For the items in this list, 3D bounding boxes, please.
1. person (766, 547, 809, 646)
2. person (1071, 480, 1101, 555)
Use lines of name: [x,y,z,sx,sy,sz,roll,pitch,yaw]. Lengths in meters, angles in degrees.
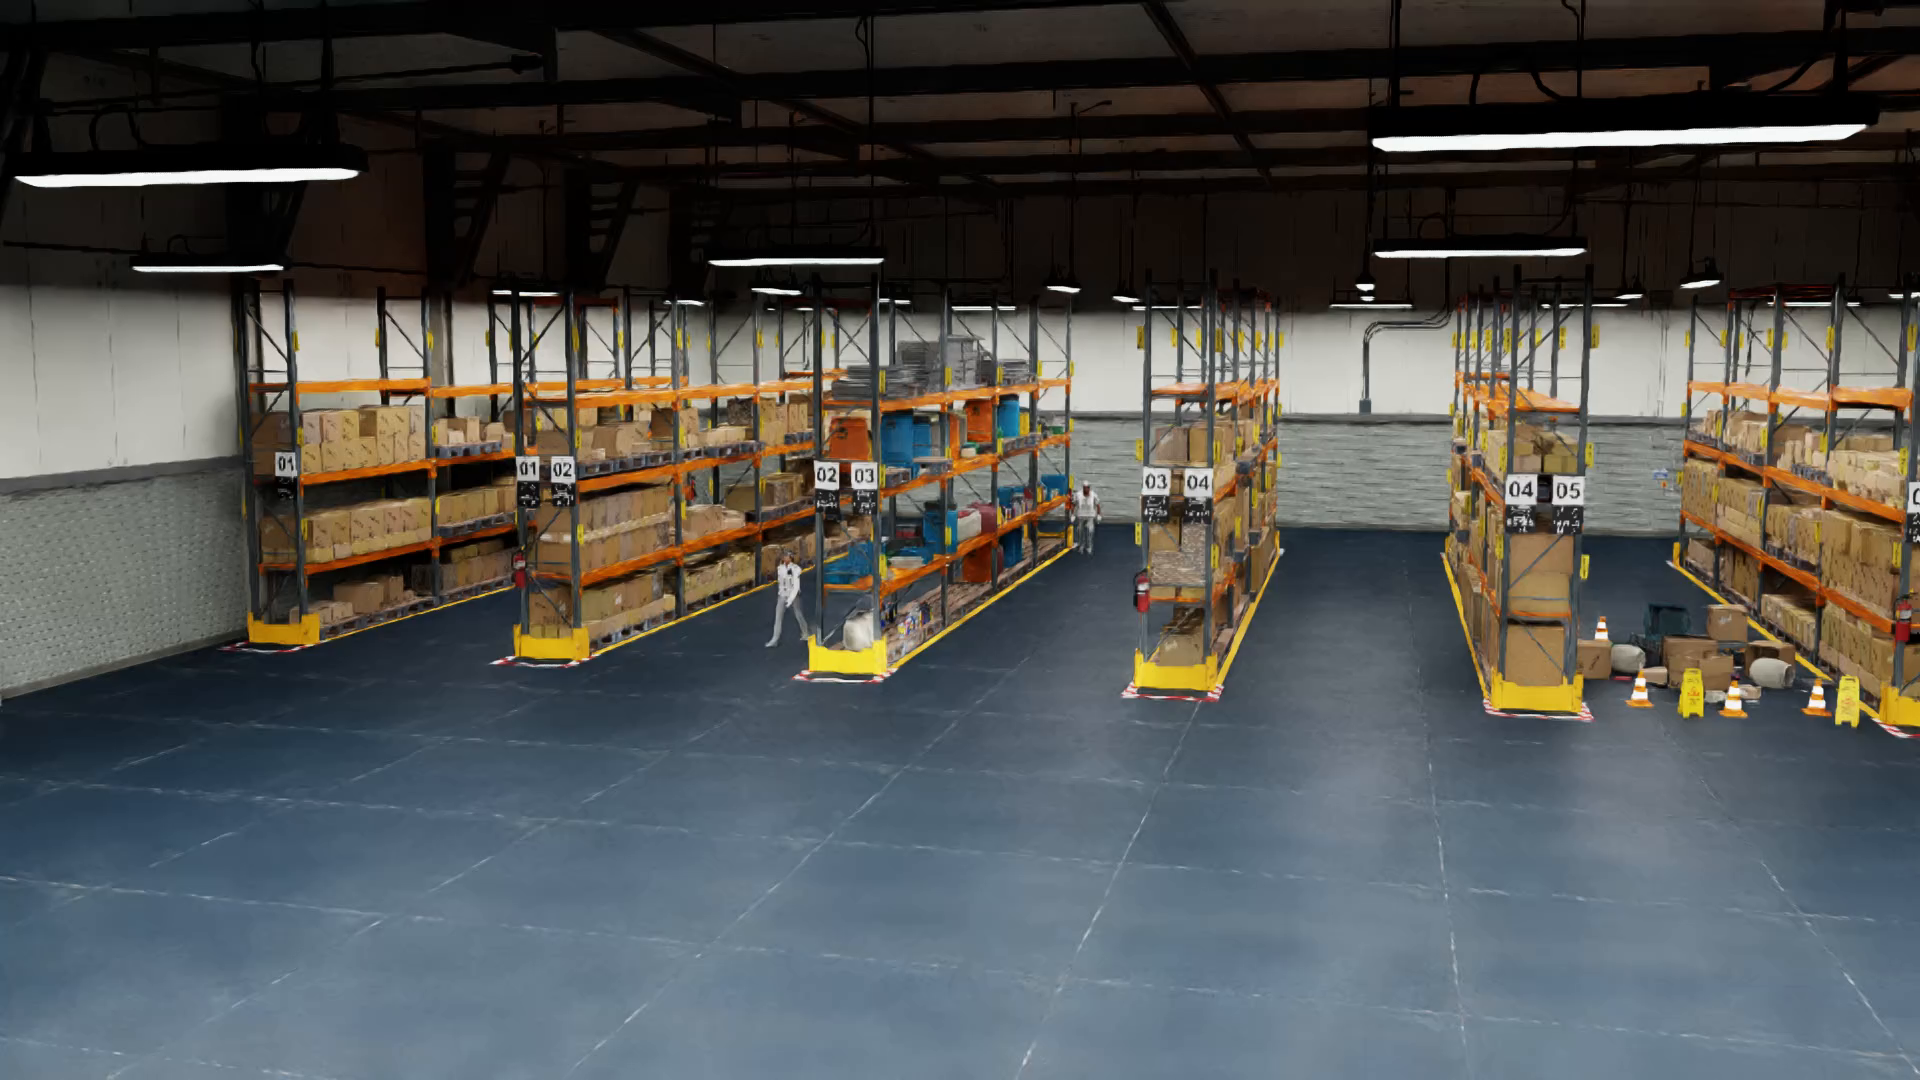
person: [-2.827,0.911,27.314,0.427,1.621,0.997,3,7,23]
person: [2.971,-0.554,39.152,0.696,1.750,0.694,1,7,6]
